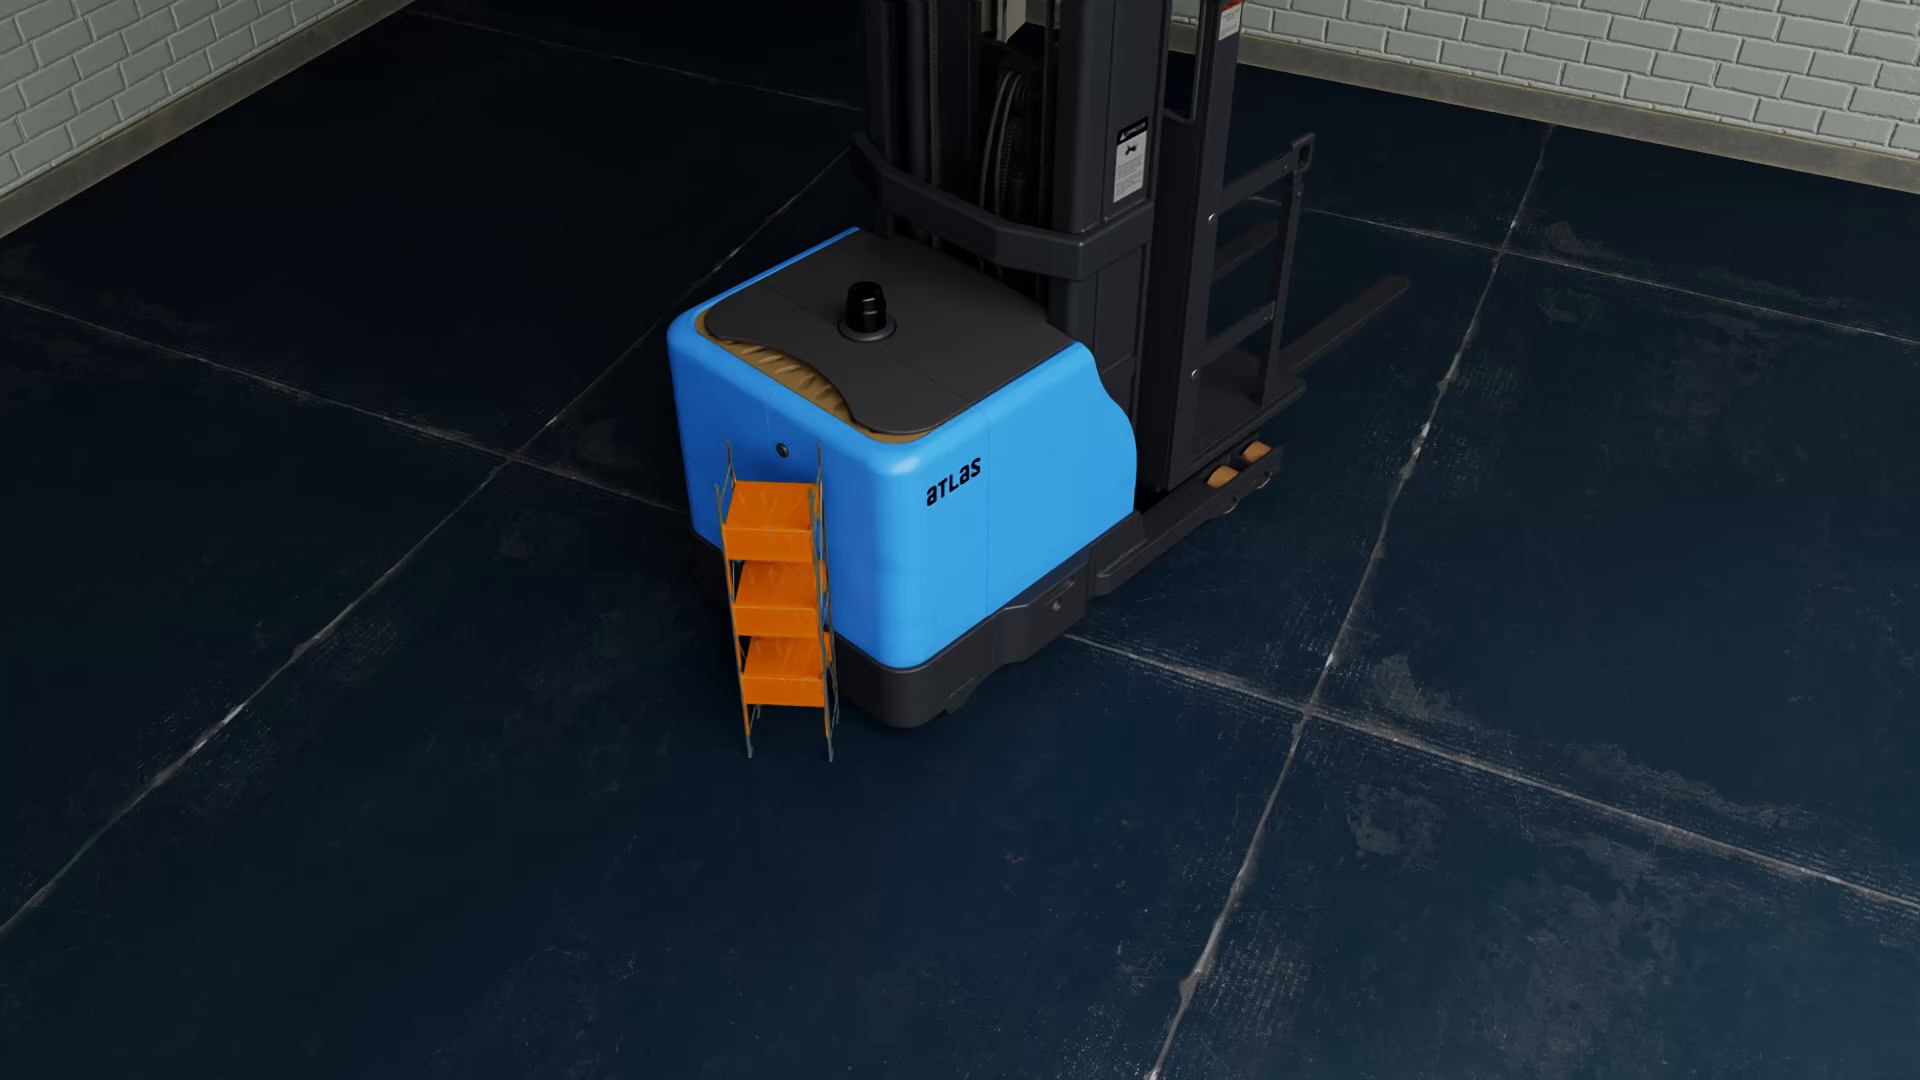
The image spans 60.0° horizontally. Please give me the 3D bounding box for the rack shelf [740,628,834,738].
[{"bbox_3d":[-0.504,0.416,4.909,0.240,0.259,0.215,2,41,2],"label":"rack shelf"}]

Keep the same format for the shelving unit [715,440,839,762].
[{"bbox_3d":[-0.504,0.198,4.720,0.252,1.050,0.215,2,41,2],"label":"shelving unit"}]

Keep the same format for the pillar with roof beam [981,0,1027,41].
[{"bbox_3d":[-1.694,-3.628,3.065,0.400,9.000,9.100,17,44,19],"label":"pillar with roof beam"}]

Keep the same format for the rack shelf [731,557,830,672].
[{"bbox_3d":[-0.504,0.206,4.727,0.240,0.259,0.215,2,41,2],"label":"rack shelf"}]

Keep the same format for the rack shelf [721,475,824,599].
[{"bbox_3d":[-0.504,-0.008,4.541,0.240,0.259,0.215,2,41,2],"label":"rack shelf"}]

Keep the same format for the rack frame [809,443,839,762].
[{"bbox_3d":[-0.382,0.203,4.715,0.008,1.050,0.200,2,41,2],"label":"rack frame"}]

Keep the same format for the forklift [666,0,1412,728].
[{"bbox_3d":[0.507,-1.411,5.140,1.130,2.935,3.031,32,50,32],"label":"forklift"}]

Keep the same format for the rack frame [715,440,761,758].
[{"bbox_3d":[-0.626,0.194,4.725,0.008,1.050,0.200,2,41,2],"label":"rack frame"}]
